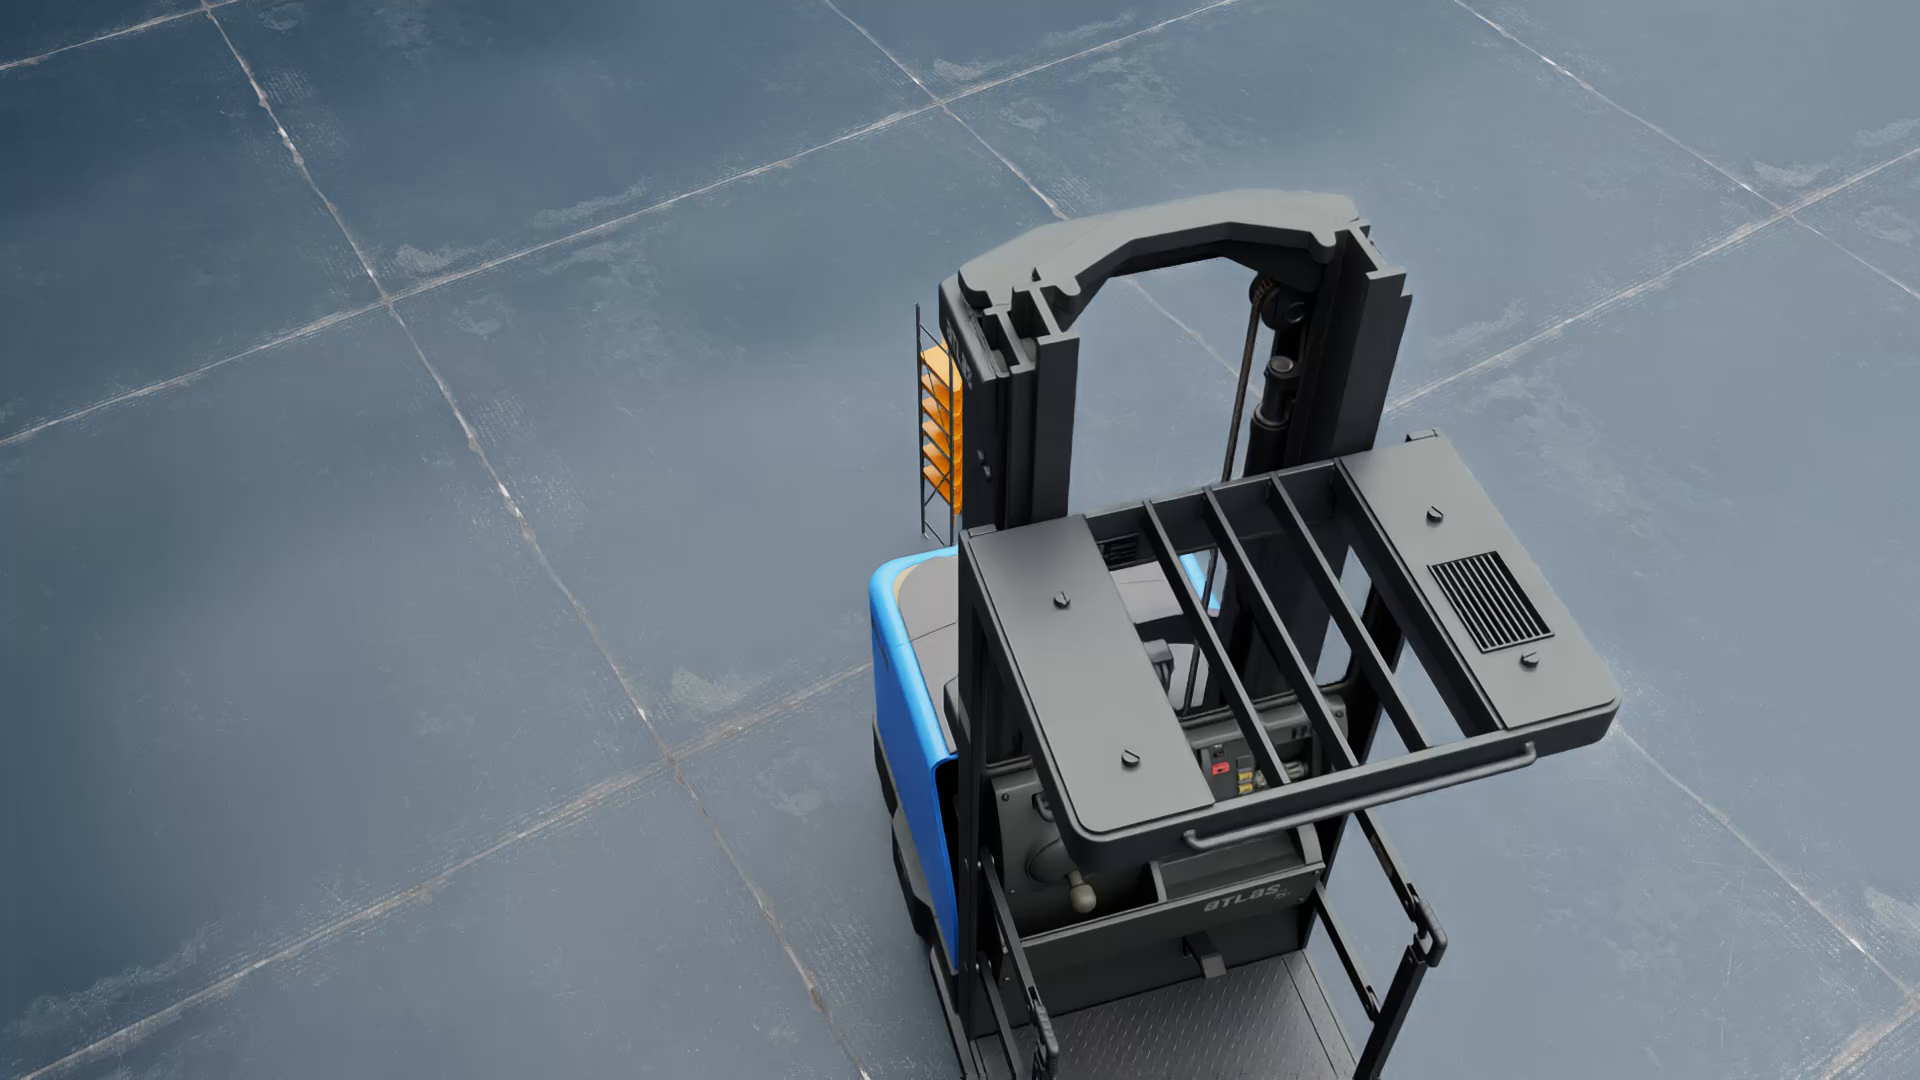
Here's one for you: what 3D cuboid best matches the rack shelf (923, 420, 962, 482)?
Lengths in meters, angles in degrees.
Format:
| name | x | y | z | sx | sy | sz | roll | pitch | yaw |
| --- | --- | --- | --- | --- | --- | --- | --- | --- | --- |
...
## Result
| name | x | y | z | sx | sy | sz | roll | pitch | yaw |
| --- | --- | --- | --- | --- | --- | --- | --- | --- | --- |
| rack shelf | -0.012 | -0.364 | 6.275 | 0.180 | 0.103 | 0.258 | -25 | 53 | -21 |

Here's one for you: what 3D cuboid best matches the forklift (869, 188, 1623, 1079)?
| name | x | y | z | sx | sy | sz | roll | pitch | yaw |
| --- | --- | --- | --- | --- | --- | --- | --- | --- | --- |
| forklift | 0.602 | 0.771 | 4.046 | 1.130 | 2.935 | 3.031 | -12 | 49 | -11 |

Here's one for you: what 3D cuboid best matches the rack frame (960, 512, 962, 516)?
| name | x | y | z | sx | sy | sz | roll | pitch | yaw |
| --- | --- | --- | --- | --- | --- | --- | --- | --- | --- |
| rack frame | 0.065 | -0.430 | 6.275 | 0.006 | 1.200 | 0.240 | -25 | 53 | -21 |

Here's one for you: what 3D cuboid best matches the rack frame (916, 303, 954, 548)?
| name | x | y | z | sx | sy | sz | roll | pitch | yaw |
| --- | --- | --- | --- | --- | --- | --- | --- | --- | --- |
| rack frame | -0.090 | -0.357 | 6.210 | 0.006 | 1.200 | 0.240 | -25 | 53 | -21 |

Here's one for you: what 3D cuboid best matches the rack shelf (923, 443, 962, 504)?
| name | x | y | z | sx | sy | sz | roll | pitch | yaw |
| --- | --- | --- | --- | --- | --- | --- | --- | --- | --- |
| rack shelf | -0.012 | -0.284 | 6.365 | 0.180 | 0.103 | 0.258 | -25 | 53 | -21 |

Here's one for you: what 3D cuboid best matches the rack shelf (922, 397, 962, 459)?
| name | x | y | z | sx | sy | sz | roll | pitch | yaw |
| --- | --- | --- | --- | --- | --- | --- | --- | --- | --- |
| rack shelf | -0.012 | -0.444 | 6.186 | 0.180 | 0.103 | 0.258 | -25 | 53 | -21 |

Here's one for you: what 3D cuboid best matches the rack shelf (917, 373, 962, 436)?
| name | x | y | z | sx | sy | sz | roll | pitch | yaw |
| --- | --- | --- | --- | --- | --- | --- | --- | --- | --- |
| rack shelf | -0.012 | -0.523 | 6.096 | 0.180 | 0.103 | 0.258 | -25 | 53 | -21 |

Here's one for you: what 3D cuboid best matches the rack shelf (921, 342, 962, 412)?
| name | x | y | z | sx | sy | sz | roll | pitch | yaw |
| --- | --- | --- | --- | --- | --- | --- | --- | --- | --- |
| rack shelf | -0.012 | -0.603 | 6.006 | 0.180 | 0.103 | 0.258 | -25 | 53 | -21 |

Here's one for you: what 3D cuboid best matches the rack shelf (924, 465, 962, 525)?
| name | x | y | z | sx | sy | sz | roll | pitch | yaw |
| --- | --- | --- | --- | --- | --- | --- | --- | --- | --- |
| rack shelf | -0.012 | -0.204 | 6.455 | 0.180 | 0.103 | 0.258 | -25 | 53 | -21 |

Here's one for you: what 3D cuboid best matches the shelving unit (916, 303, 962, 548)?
| name | x | y | z | sx | sy | sz | roll | pitch | yaw |
| --- | --- | --- | --- | --- | --- | --- | --- | --- | --- |
| shelving unit | -0.012 | -0.393 | 6.242 | 0.189 | 1.200 | 0.258 | -25 | 53 | -21 |
